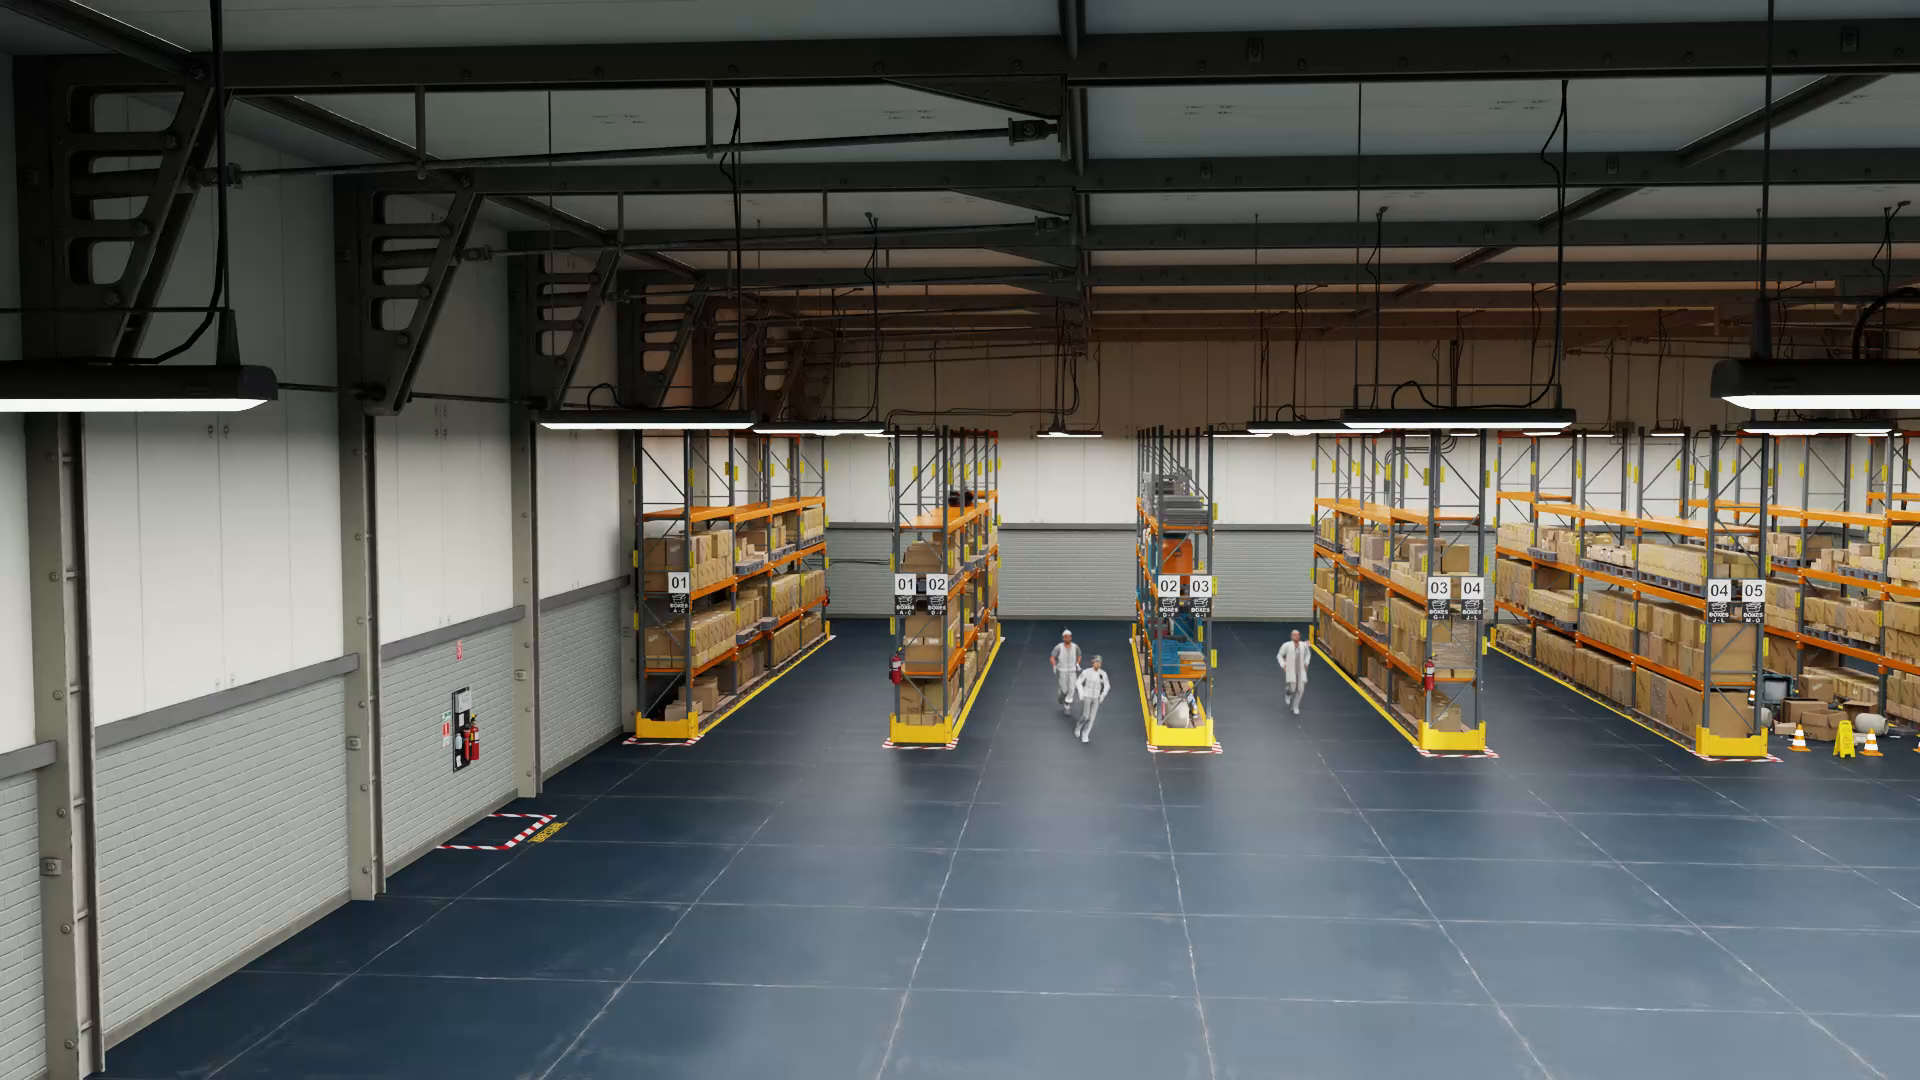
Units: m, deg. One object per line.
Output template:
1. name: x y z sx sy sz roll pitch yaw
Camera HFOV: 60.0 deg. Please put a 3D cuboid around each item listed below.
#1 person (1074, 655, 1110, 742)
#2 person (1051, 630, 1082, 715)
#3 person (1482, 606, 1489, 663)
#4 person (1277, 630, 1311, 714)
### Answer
1. person: 2.535 3.003 31.688 0.656 1.639 0.521 0 3 -6
2. person: 2.244 2.767 34.930 0.670 1.752 0.611 -1 3 -9
3. person: 13.403 2.303 43.093 0.584 1.717 0.878 1 3 9
4. person: 7.055 2.767 35.054 0.724 1.752 0.653 0 3 -6
